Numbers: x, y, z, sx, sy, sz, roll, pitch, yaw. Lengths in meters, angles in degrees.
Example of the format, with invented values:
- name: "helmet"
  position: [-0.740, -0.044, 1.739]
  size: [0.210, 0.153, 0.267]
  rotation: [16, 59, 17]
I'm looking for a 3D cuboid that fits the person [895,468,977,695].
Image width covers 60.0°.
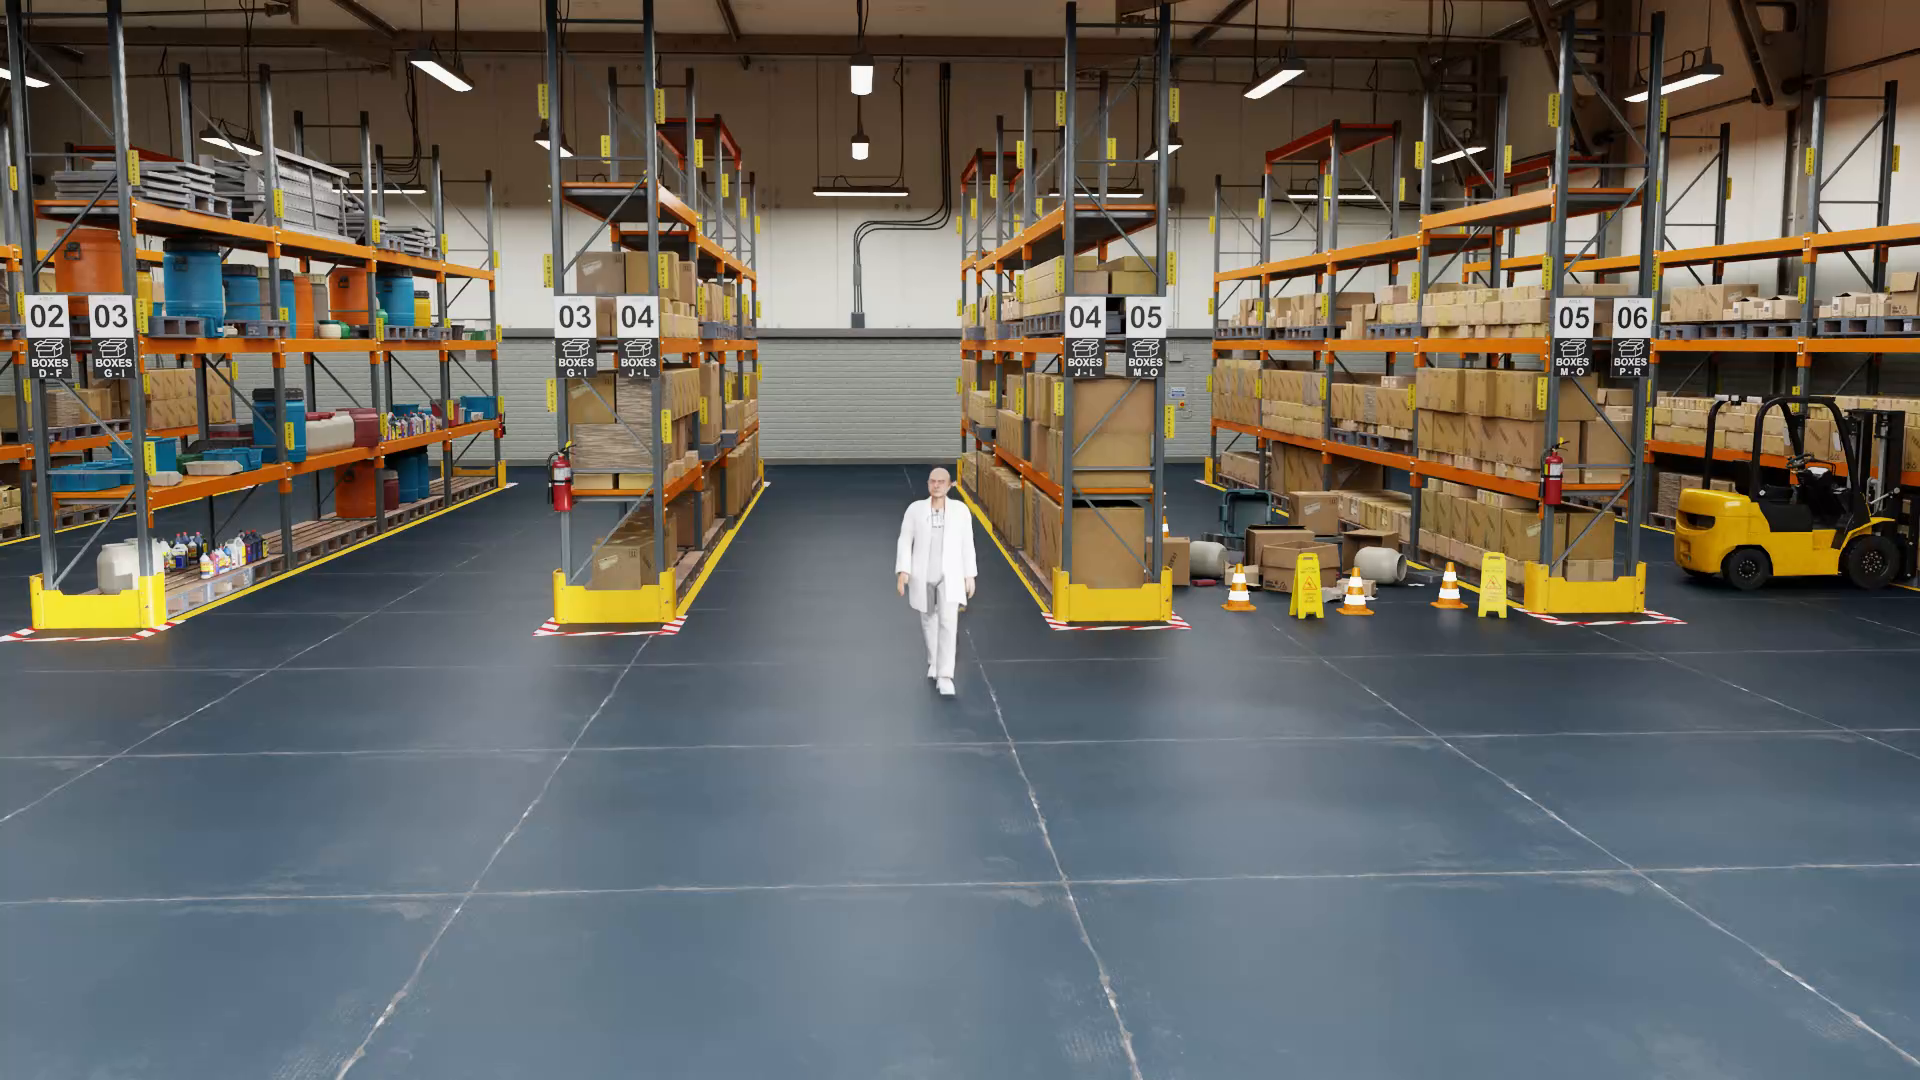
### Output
- name: "person"
  position: [-0.194, 0.296, 13.171]
  size: [0.622, 1.723, 1.071]
  rotation: [1, 7, 6]
